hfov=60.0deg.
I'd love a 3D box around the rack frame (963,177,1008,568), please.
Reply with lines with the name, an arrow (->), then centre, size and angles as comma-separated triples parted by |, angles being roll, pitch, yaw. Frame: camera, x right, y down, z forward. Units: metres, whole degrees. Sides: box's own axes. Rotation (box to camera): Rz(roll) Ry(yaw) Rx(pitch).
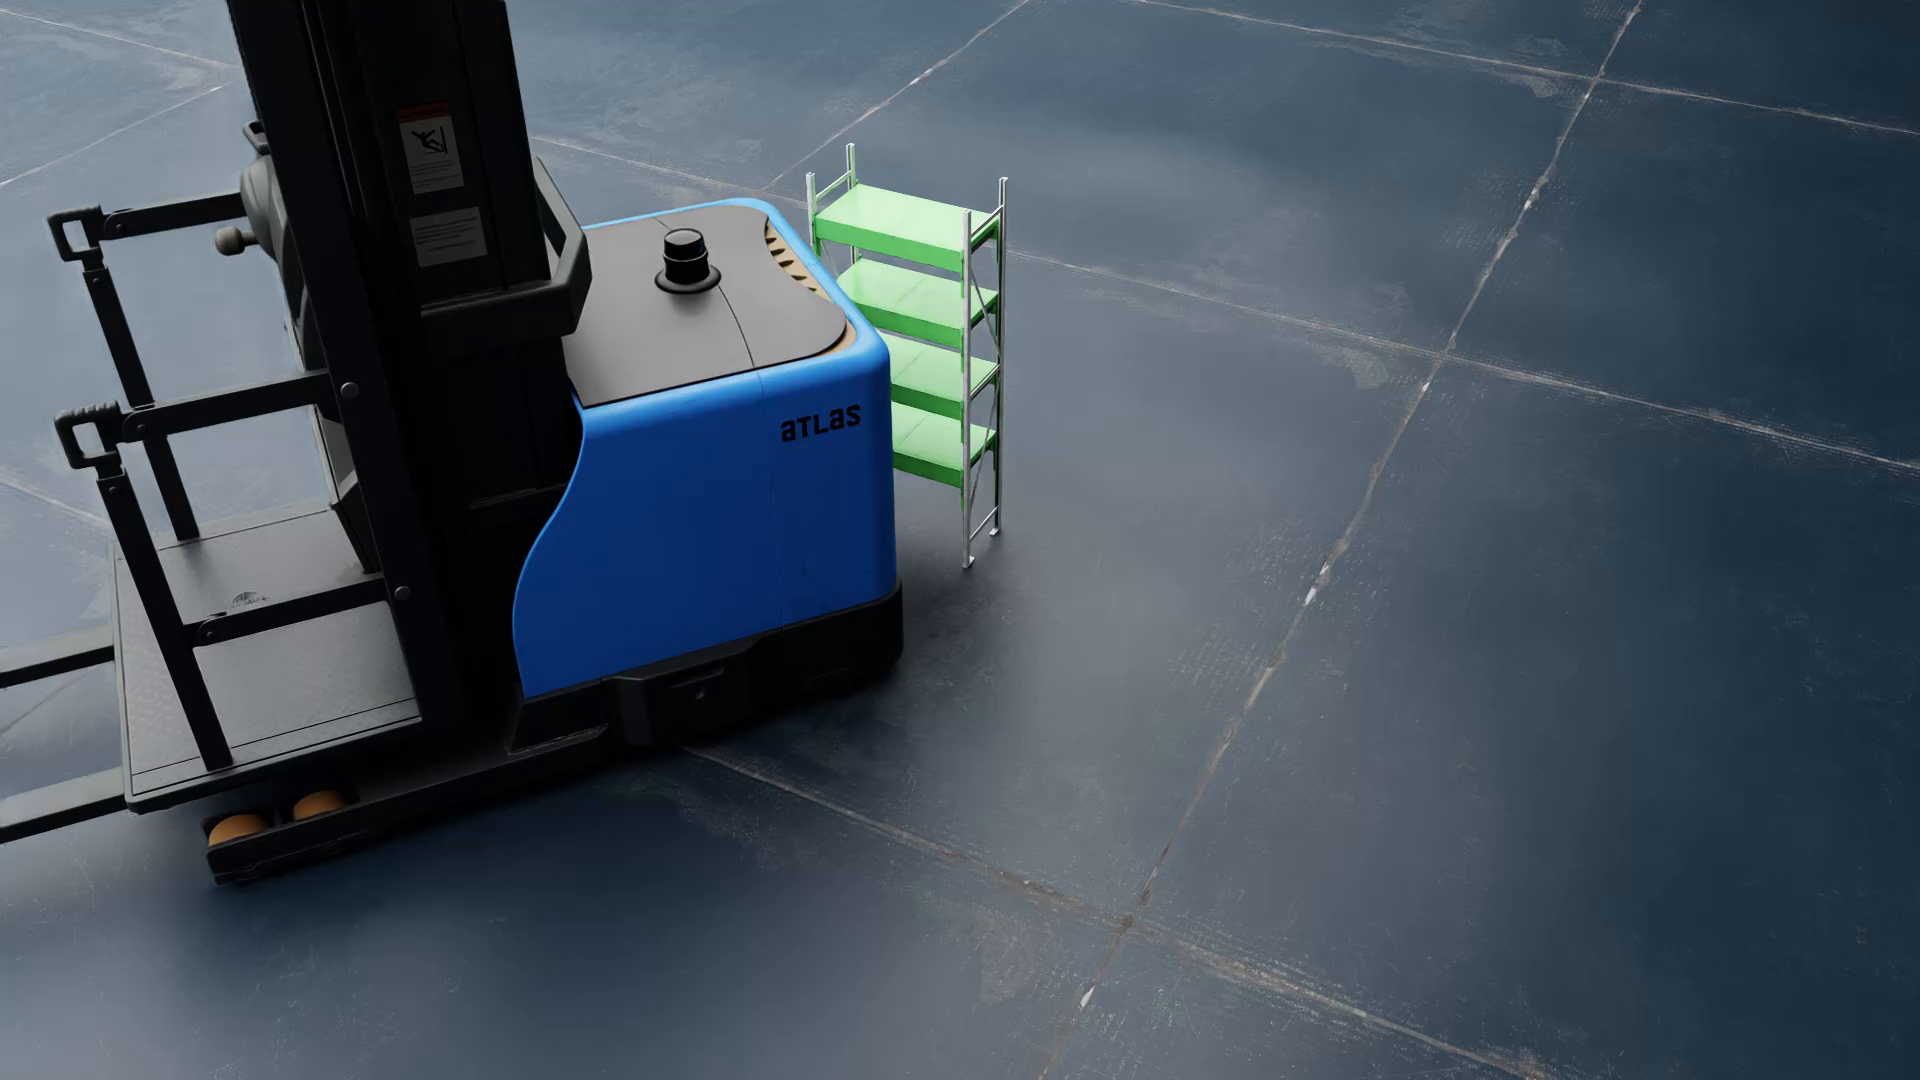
rack frame -> 0.070, -0.456, 4.858 | 0.015, 1.200, 0.240 | 17, 41, 21

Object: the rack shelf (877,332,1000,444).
rack shelf -> -0.147, -0.473, 4.987 | 0.480, 0.148, 0.258 | 17, 41, 21

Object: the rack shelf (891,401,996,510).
rack shelf -> -0.147, -0.282, 5.132 | 0.480, 0.148, 0.258 | 17, 41, 21

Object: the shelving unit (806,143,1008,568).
shelving unit -> -0.147, -0.524, 4.948 | 0.503, 1.200, 0.258 | 17, 41, 21

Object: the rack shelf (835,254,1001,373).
rack shelf -> -0.147, -0.664, 4.841 | 0.480, 0.148, 0.258 | 17, 41, 21

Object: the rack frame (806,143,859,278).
rack frame -> -0.364, -0.592, 5.037 | 0.015, 1.200, 0.240 | 17, 41, 21

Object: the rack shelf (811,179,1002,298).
rack shelf -> -0.147, -0.855, 4.696 | 0.480, 0.148, 0.258 | 17, 41, 21

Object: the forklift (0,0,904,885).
forklift -> -1.723, -0.687, 3.731 | 3.031, 2.935, 1.130 | -15, 40, -19
